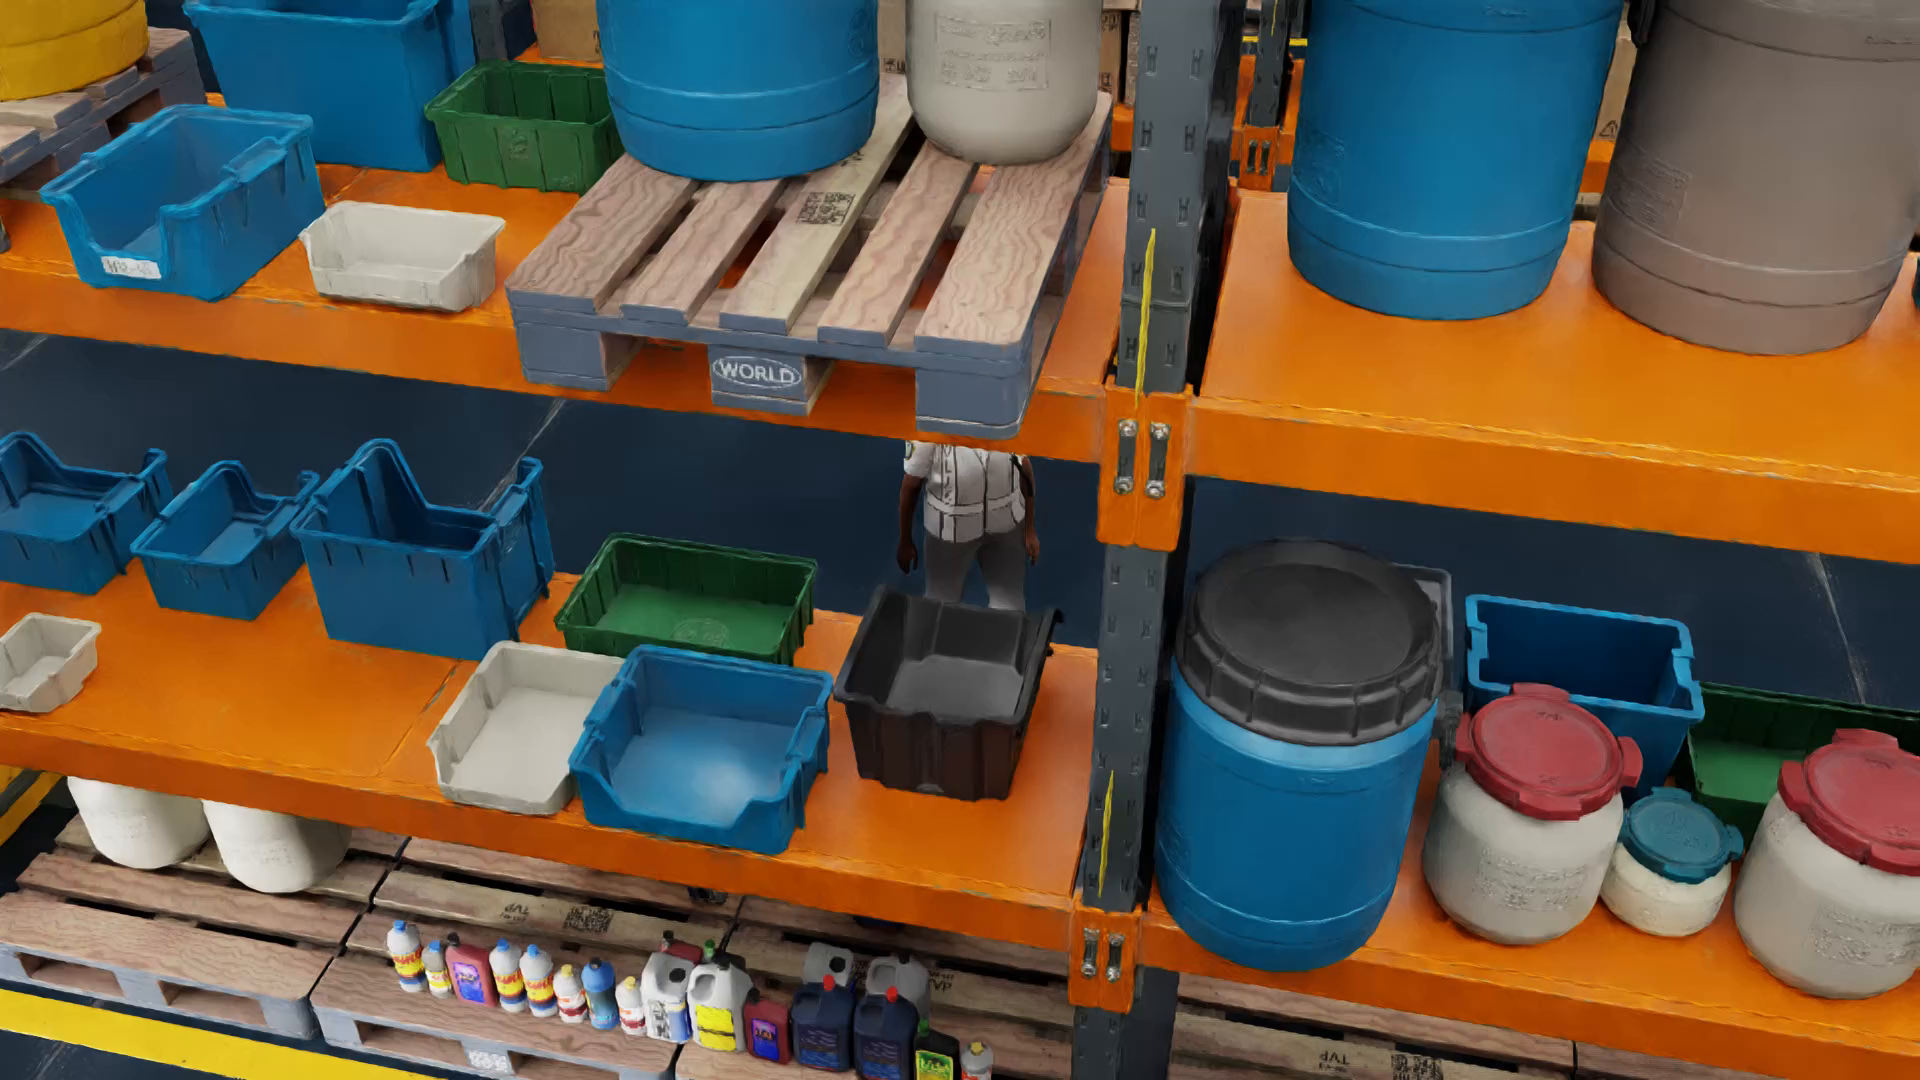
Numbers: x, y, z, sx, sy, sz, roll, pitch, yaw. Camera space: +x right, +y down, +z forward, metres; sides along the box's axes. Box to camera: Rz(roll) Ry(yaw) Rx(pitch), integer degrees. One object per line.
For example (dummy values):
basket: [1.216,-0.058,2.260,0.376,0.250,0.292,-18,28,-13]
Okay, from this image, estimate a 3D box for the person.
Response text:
person: [0.041,-0.004,6.110,0.520,1.686,0.488,-11,38,-14]
